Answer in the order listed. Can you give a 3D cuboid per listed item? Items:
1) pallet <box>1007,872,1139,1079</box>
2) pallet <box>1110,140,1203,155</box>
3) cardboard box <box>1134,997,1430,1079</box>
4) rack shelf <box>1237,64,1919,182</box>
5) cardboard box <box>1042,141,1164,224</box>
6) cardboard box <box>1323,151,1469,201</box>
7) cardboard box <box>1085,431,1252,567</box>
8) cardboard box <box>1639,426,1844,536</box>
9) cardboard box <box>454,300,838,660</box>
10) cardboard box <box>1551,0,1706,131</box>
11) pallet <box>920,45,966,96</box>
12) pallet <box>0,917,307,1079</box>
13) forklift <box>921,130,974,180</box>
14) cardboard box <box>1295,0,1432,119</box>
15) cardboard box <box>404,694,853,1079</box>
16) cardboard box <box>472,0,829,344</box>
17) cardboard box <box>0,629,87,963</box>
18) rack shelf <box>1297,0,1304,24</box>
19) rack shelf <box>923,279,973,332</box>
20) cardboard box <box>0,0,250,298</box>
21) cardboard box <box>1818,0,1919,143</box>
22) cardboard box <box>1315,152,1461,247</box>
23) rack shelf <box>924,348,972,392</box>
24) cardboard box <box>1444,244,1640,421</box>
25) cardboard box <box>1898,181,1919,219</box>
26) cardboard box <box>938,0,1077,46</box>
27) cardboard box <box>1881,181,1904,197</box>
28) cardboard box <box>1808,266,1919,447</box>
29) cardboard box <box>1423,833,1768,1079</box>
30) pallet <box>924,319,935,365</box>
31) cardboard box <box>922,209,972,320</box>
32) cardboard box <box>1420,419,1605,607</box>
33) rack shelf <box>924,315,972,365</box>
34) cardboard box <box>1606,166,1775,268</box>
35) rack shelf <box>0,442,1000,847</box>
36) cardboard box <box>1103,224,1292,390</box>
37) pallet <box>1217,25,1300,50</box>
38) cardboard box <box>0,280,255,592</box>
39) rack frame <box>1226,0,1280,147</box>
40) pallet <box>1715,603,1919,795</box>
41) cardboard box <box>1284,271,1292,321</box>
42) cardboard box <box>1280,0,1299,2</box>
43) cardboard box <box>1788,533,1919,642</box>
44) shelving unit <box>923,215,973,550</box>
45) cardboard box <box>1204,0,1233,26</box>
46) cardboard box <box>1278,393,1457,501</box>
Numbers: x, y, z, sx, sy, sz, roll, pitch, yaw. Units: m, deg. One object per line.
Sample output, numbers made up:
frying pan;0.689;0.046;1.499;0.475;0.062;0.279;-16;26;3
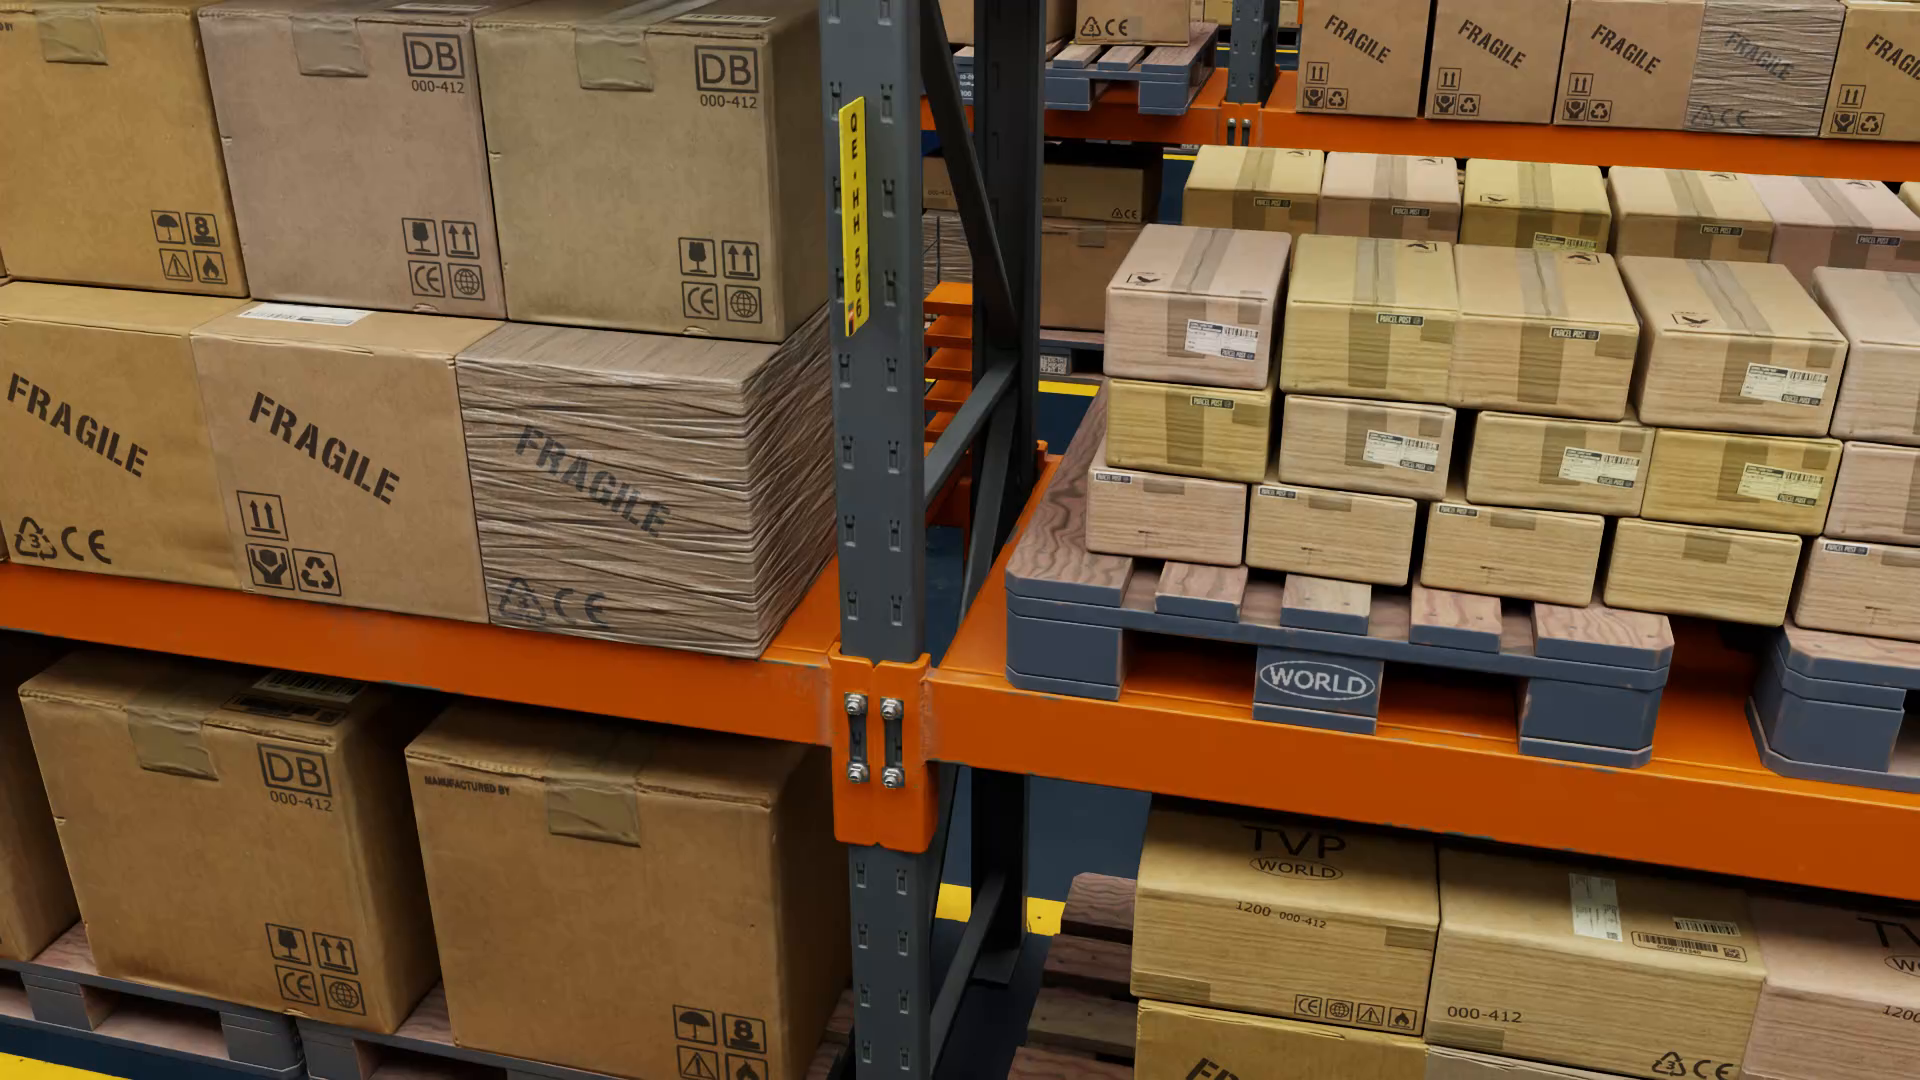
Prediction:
pallet;0.741;1.175;3.537;1.213;0.211;1.003;6;26;13
pallet;1.811;-3.125;12.568;1.213;0.211;1.003;6;26;13
cardboard box;0.606;0.952;3.180;0.500;0.500;0.500;5;26;11
rack shelf;3.255;-1.684;7.134;4.000;0.370;1.077;6;26;13
cardboard box;0.662;-1.691;7.835;0.500;0.250;0.500;7;26;15
cardboard box;1.981;-1.370;7.622;0.875;0.875;1.225;5;26;11
cardboard box;0.368;-0.113;2.801;0.250;0.149;0.380;6;26;12
cardboard box;1.170;-0.161;2.557;0.250;0.149;0.380;6;26;13
cardboard box;-0.518;-0.150;2.960;0.500;0.500;0.500;6;26;13
cardboard box;2.718;-1.995;6.834;0.500;0.500;0.500;6;26;12
pallet;-0.609;-2.331;7.880;1.213;0.211;1.003;6;26;13
pallet;-1.938;0.843;4.233;1.213;0.211;1.003;6;26;13
forklift;-0.065;-3.649;10.505;1.130;2.935;3.031;5;26;11
cardboard box;1.721;-2.102;7.060;0.500;0.500;0.500;7;26;15
cardboard box;-0.583;0.555;3.723;0.750;0.750;1.050;6;26;12
cardboard box;-0.448;-0.717;2.988;0.500;0.500;0.700;6;26;13
cardboard box;-2.332;0.363;4.126;0.750;0.750;1.050;6;26;13
rack shelf;0.614;-4.174;12.365;4.000;0.370;1.077;6;26;13
rack shelf;-0.014;-0.828;5.860;0.180;0.103;0.258;6;26;13
cardboard box;-1.435;-0.825;3.214;0.500;0.500;0.700;6;26;12
cardboard box;3.686;-1.885;6.603;0.500;0.500;0.500;6;26;12
cardboard box;0.816;-0.624;3.183;0.250;0.149;0.380;6;26;12
rack shelf;-0.014;-0.612;5.963;0.180;0.103;0.258;6;26;13
cardboard box;0.881;-0.327;2.560;0.250;0.149;0.380;6;26;13
cardboard box;1.825;-0.512;2.948;0.250;0.149;0.380;8;26;16
cardboard box;0.219;-2.517;7.442;0.500;0.500;0.700;10;27;21
cardboard box;3.701;-1.180;7.223;0.875;0.875;1.225;5;26;11
cardboard box;1.400;-0.271;2.441;0.250;0.149;0.380;8;26;15
cardboard box;1.083;0.661;2.920;0.500;0.250;0.500;6;26;12
pallet;-0.616;-1.179;8.482;1.213;0.211;1.003;6;26;13
cardboard box;0.124;-1.410;8.119;0.500;0.500;0.700;4;26;9
cardboard box;0.889;-0.055;2.680;0.250;0.149;0.380;8;27;16
rack shelf;-0.014;-0.720;5.911;0.180;0.103;0.258;6;26;13
cardboard box;1.329;-0.569;3.067;0.250;0.149;0.380;7;26;15
rack shelf;-1.952;-0.058;3.719;4.000;0.370;1.077;6;26;13
cardboard box;0.388;-0.383;2.676;0.250;0.149;0.380;6;26;13
pallet;3.001;-5.192;16.909;1.213;0.211;1.003;6;26;13
cardboard box;-1.485;-0.258;3.185;0.500;0.500;0.500;6;26;12
rack frame;1.318;-2.223;7.429;0.127;3.000;1.000;6;26;13
pallet;1.912;0.113;2.746;1.213;0.211;1.003;6;26;13
cardboard box;0.577;-0.516;3.301;0.250;0.149;0.380;7;26;14
cardboard box;3.220;-5.501;16.373;0.500;0.311;0.500;7;26;14
cardboard box;1.409;0.000;2.563;0.250;0.149;0.380;7;26;15
shelving unit;-0.014;-0.543;5.995;0.189;1.200;0.258;6;26;13
cardboard box;2.718;-5.303;16.609;0.500;0.250;0.500;6;26;12
cardboard box;0.666;-0.216;2.671;0.250;0.149;0.380;8;26;15
